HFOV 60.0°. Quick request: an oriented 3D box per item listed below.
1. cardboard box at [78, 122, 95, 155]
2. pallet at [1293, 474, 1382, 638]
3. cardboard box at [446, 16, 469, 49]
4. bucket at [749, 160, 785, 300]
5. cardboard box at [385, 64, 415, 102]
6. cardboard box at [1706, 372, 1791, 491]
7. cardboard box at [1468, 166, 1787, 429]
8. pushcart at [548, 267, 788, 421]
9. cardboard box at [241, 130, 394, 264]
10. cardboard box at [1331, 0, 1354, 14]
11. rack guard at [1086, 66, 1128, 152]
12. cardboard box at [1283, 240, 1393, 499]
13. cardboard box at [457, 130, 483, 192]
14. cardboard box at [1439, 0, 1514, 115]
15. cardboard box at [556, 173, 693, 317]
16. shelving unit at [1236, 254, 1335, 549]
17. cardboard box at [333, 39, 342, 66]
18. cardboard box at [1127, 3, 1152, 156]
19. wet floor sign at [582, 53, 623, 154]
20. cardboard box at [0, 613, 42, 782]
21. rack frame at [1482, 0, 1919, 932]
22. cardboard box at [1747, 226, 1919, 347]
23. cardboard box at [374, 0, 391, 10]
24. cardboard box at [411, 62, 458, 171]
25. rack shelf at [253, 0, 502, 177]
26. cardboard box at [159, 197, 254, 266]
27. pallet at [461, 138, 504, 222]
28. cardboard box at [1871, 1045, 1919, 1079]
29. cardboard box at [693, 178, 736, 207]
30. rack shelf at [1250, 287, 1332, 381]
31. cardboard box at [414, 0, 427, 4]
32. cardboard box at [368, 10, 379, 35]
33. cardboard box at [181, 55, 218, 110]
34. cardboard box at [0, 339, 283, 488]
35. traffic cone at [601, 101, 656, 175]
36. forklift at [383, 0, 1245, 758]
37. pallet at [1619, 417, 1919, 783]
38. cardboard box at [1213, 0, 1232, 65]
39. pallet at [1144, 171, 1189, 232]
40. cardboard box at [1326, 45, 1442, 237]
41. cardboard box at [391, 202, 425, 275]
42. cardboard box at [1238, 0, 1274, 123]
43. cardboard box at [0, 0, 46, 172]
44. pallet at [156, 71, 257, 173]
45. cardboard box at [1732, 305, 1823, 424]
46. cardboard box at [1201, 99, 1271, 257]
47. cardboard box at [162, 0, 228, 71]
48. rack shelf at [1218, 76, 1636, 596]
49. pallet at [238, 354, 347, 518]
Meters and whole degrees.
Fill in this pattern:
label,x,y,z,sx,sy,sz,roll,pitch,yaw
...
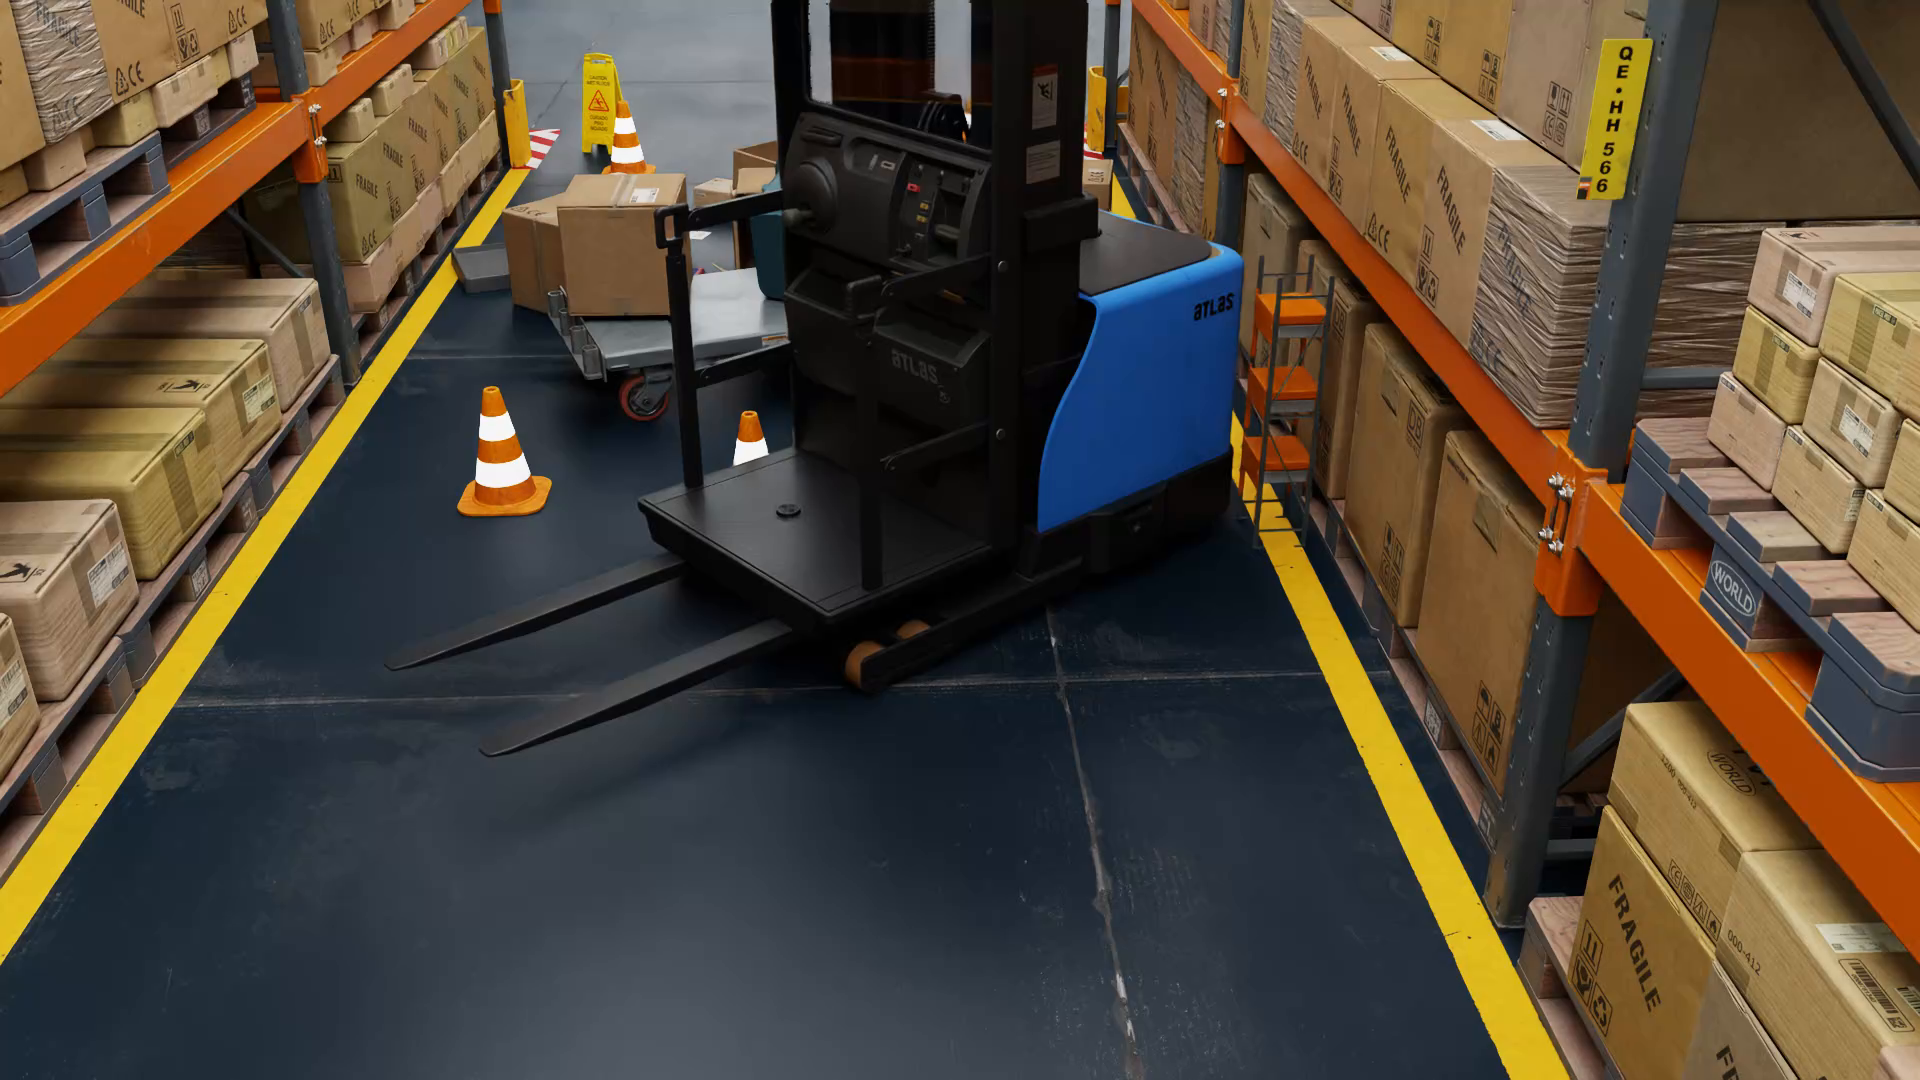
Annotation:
label,x,y,z,sx,sy,sz,roll,pitch,yaw
cardboard box,-3.006,-1.286,5.289,0.380,0.149,0.250,-2,28,-4
pallet,1.861,-0.048,6.113,1.003,0.211,1.213,-1,28,-3
cardboard box,-3.079,-2.940,9.650,0.380,0.149,0.250,-1,28,-1
bucket,-0.631,-1.433,7.650,0.726,0.611,0.620,8,39,15
cardboard box,-3.012,-2.324,8.469,0.380,0.149,0.250,0,28,0
cardboard box,1.710,-0.220,3.245,0.380,0.149,0.250,-2,28,-3
cardboard box,1.596,-0.602,4.053,0.500,0.500,0.500,-1,28,-3
pushcart,-0.985,-0.953,7.669,1.648,0.377,0.936,-11,30,-20
cardboard box,-3.020,-1.616,7.813,0.500,0.500,0.500,0,28,0
cardboard box,1.740,-2.225,6.082,0.700,0.500,0.500,-2,28,-3
rack guard,1.469,-2.954,11.372,1.175,0.500,0.348,-1,28,-3
cardboard box,1.848,-0.662,6.255,1.050,0.750,0.750,-1,28,-3
cardboard box,-3.138,-2.245,9.831,0.500,0.250,0.500,-1,28,-2
cardboard box,1.818,-1.522,4.735,0.700,0.500,0.500,-2,28,-3
cardboard box,-1.483,-1.322,7.424,0.500,0.500,0.500,-1,28,-3
shelving unit,1.177,-0.494,6.061,0.215,1.050,0.252,-2,28,-5
cardboard box,-3.020,-2.195,7.486,0.380,0.149,0.250,-1,28,-1
cardboard box,1.572,-2.983,10.570,0.875,0.875,0.875,-1,28,-2
wet floor sign,-2.409,-2.954,11.217,0.267,0.644,0.232,8,29,15
cardboard box,-3.070,0.528,4.382,0.950,0.372,0.625,-3,28,-6
rack frame,1.888,-0.356,3.689,1.000,3.000,0.127,-1,28,-3
cardboard box,1.719,-0.475,3.091,0.380,0.149,0.250,-1,28,-3
cardboard box,-3.066,-2.887,8.112,0.500,0.500,0.500,-2,28,-3
cardboard box,-3.116,-2.346,9.213,0.500,0.500,0.500,-2,28,-4
rack shelf,-3.363,-2.642,8.850,1.077,0.370,4.000,-1,28,-3
cardboard box,-3.558,-1.604,7.789,0.500,0.500,0.500,-2,28,-3
pallet,-3.457,-2.237,10.311,1.003,0.211,1.213,-1,28,-3
cardboard box,1.722,1.021,2.487,0.500,0.250,0.500,-1,28,-2
cardboard box,-1.382,-2.064,10.047,0.380,0.149,0.250,13,30,24
rack shelf,1.177,-0.736,5.934,0.215,0.259,0.240,-2,28,-5
cardboard box,-3.098,-3.017,9.062,0.380,0.149,0.250,-2,28,-3
cardboard box,-3.088,-2.554,8.175,0.380,0.149,0.250,-2,28,-3
cardboard box,-2.911,-1.641,5.970,0.380,0.149,0.250,-2,28,-3
cardboard box,-3.188,-0.484,6.322,0.950,0.372,0.625,0,28,1
traffic cone,-2.157,-2.592,10.720,0.336,0.463,0.334,-1,28,-3
forklift,-0.407,-1.083,5.157,3.031,2.935,1.130,-23,35,-36
pallet,2.031,0.055,3.108,1.213,0.211,1.003,-1,28,-3
cardboard box,1.648,-2.440,7.523,0.875,0.550,0.550,-1,28,-3
pallet,1.651,-1.885,9.636,1.003,0.211,1.213,-1,28,-3
cardboard box,1.515,-1.300,5.391,0.500,0.500,0.500,-1,28,-2
cardboard box,-3.059,-1.530,8.458,0.500,0.250,0.500,0,28,0
cardboard box,1.438,-1.998,6.730,0.500,0.500,0.500,-1,28,-2
cardboard box,-2.911,-1.251,4.522,0.500,0.500,0.500,-1,28,-2
pallet,-3.364,-1.596,6.273,1.003,0.211,1.213,-1,28,-3
cardboard box,1.713,-0.335,3.144,0.380,0.149,0.250,0,28,0
cardboard box,1.716,-1.740,8.186,0.875,0.875,0.875,-1,28,-2
cardboard box,-2.979,-1.963,5.886,0.500,0.500,0.500,-1,28,-2
rack shelf,1.783,-0.961,5.627,1.077,0.370,4.000,-1,28,-3
pallet,-3.217,-0.441,6.868,1.003,0.211,1.213,-1,28,-3
